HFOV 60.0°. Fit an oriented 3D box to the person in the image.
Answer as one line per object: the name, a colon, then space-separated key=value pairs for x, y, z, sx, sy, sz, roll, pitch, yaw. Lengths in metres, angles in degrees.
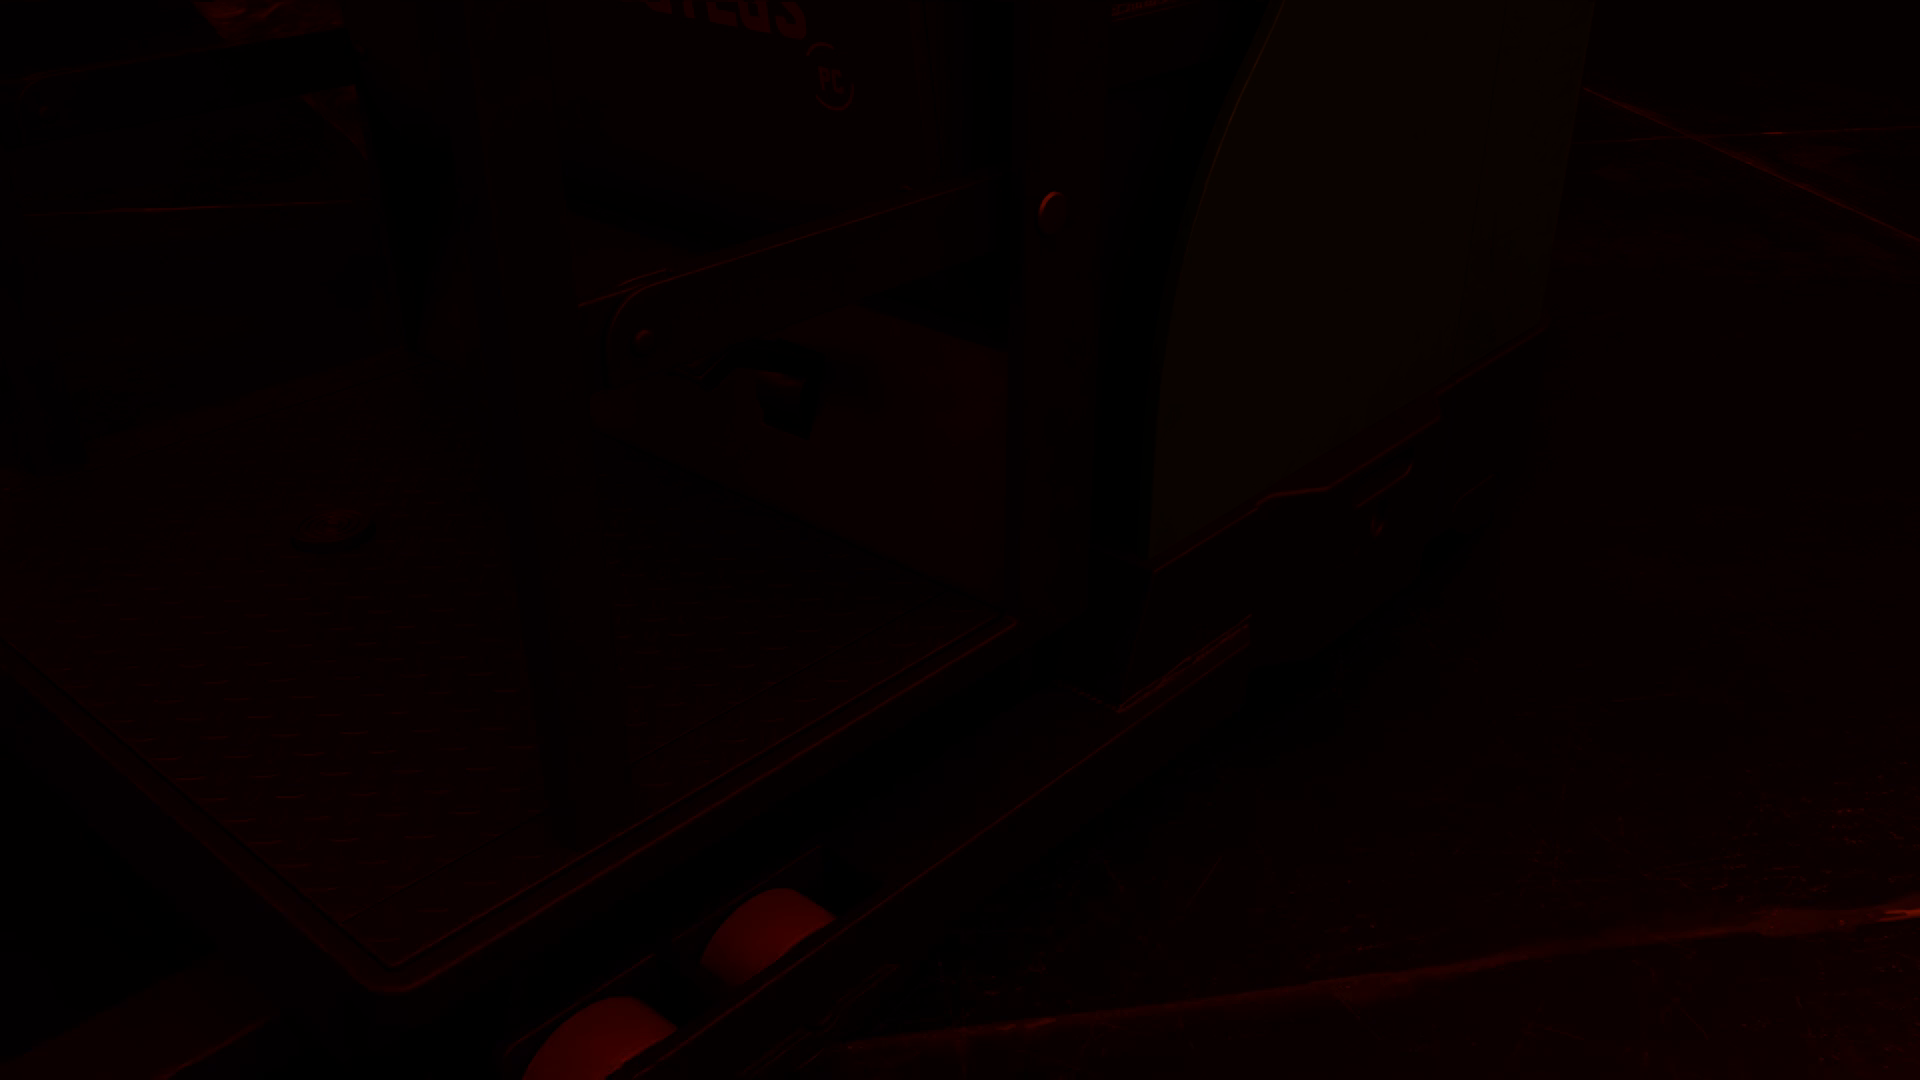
person: x=-1.040 y=-1.230 z=3.163 sx=0.960 sy=1.519 sz=0.929 roll=4 pitch=28 yaw=7

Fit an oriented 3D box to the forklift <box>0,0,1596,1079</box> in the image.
forklift: x=-0.481 y=-0.998 z=1.253 sx=1.130 sy=2.935 sz=3.031 roll=23 pitch=35 yaw=36
